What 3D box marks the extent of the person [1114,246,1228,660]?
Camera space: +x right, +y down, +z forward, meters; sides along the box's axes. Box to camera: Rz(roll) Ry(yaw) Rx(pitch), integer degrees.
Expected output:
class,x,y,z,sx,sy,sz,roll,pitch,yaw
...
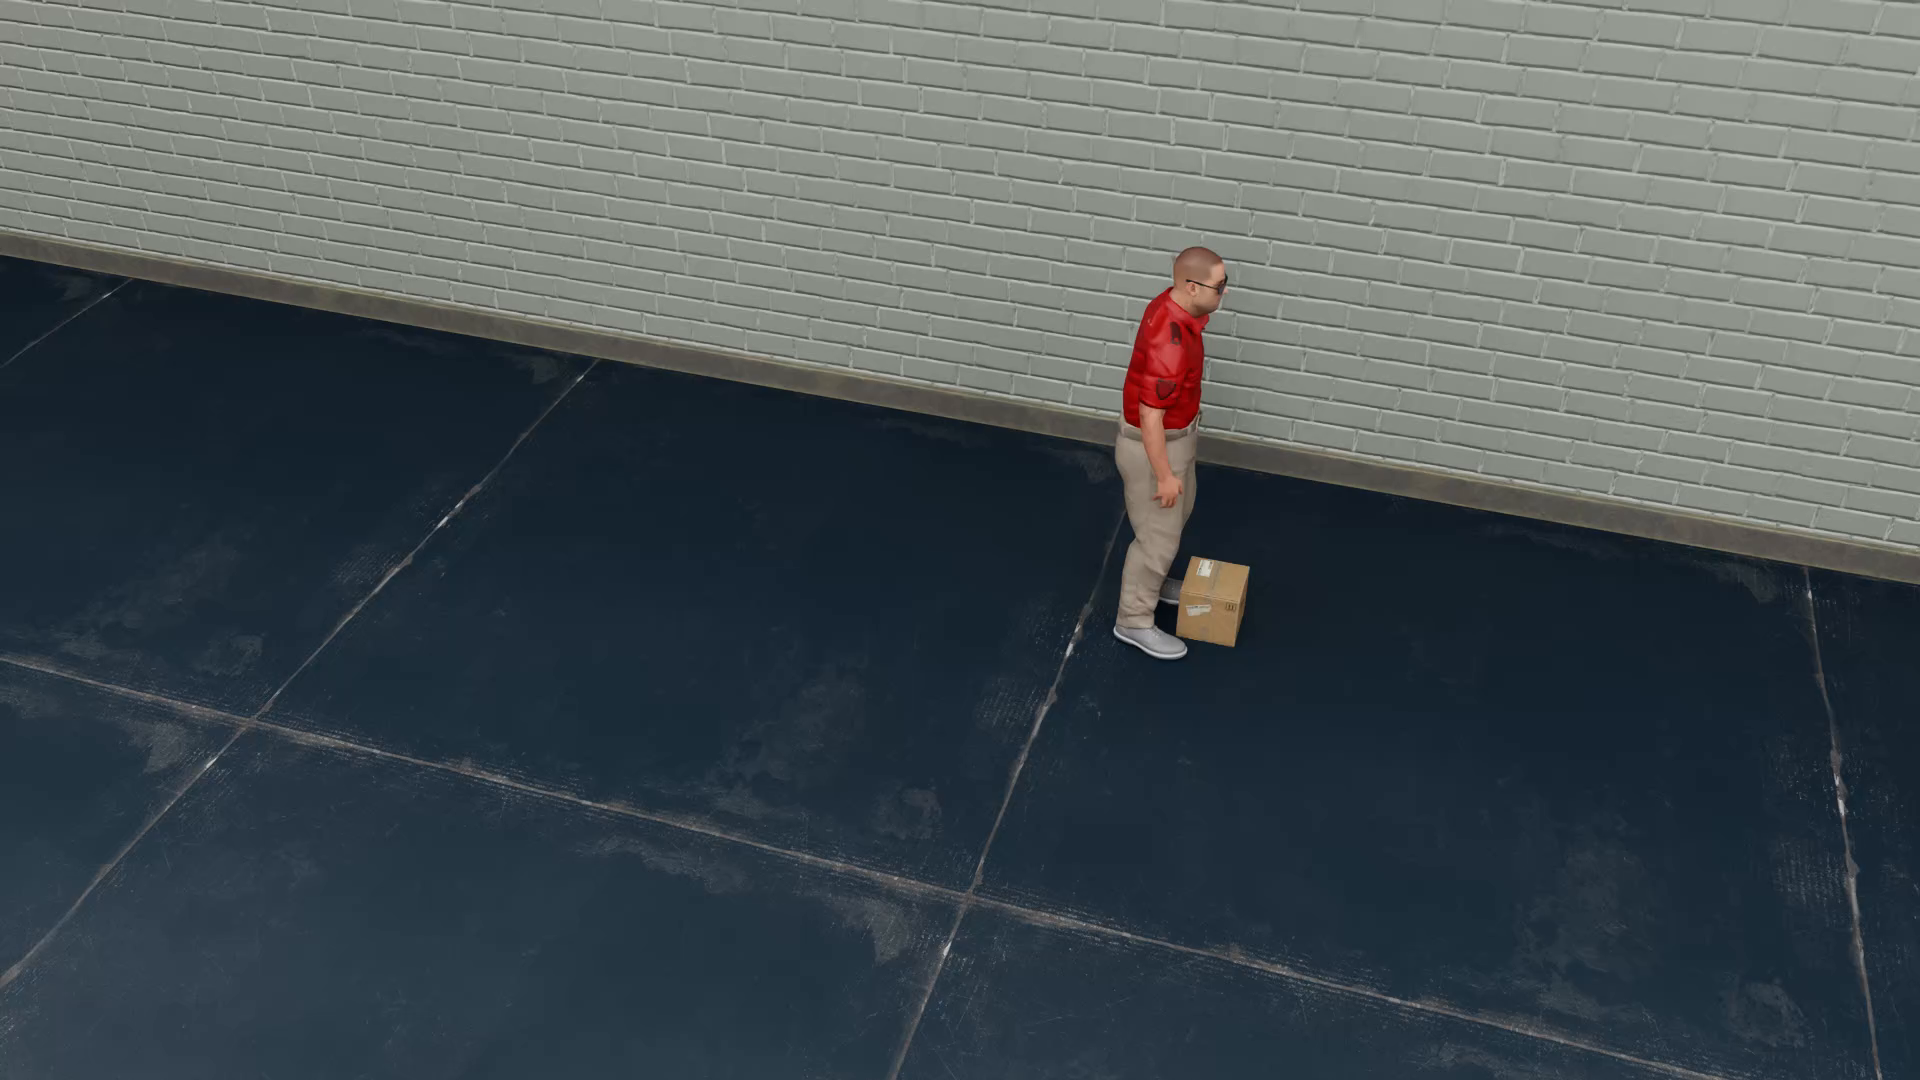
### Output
class,x,y,z,sx,sy,sz,roll,pitch,yaw
person,0.829,-0.378,6.665,0.389,1.727,0.606,9,38,11
